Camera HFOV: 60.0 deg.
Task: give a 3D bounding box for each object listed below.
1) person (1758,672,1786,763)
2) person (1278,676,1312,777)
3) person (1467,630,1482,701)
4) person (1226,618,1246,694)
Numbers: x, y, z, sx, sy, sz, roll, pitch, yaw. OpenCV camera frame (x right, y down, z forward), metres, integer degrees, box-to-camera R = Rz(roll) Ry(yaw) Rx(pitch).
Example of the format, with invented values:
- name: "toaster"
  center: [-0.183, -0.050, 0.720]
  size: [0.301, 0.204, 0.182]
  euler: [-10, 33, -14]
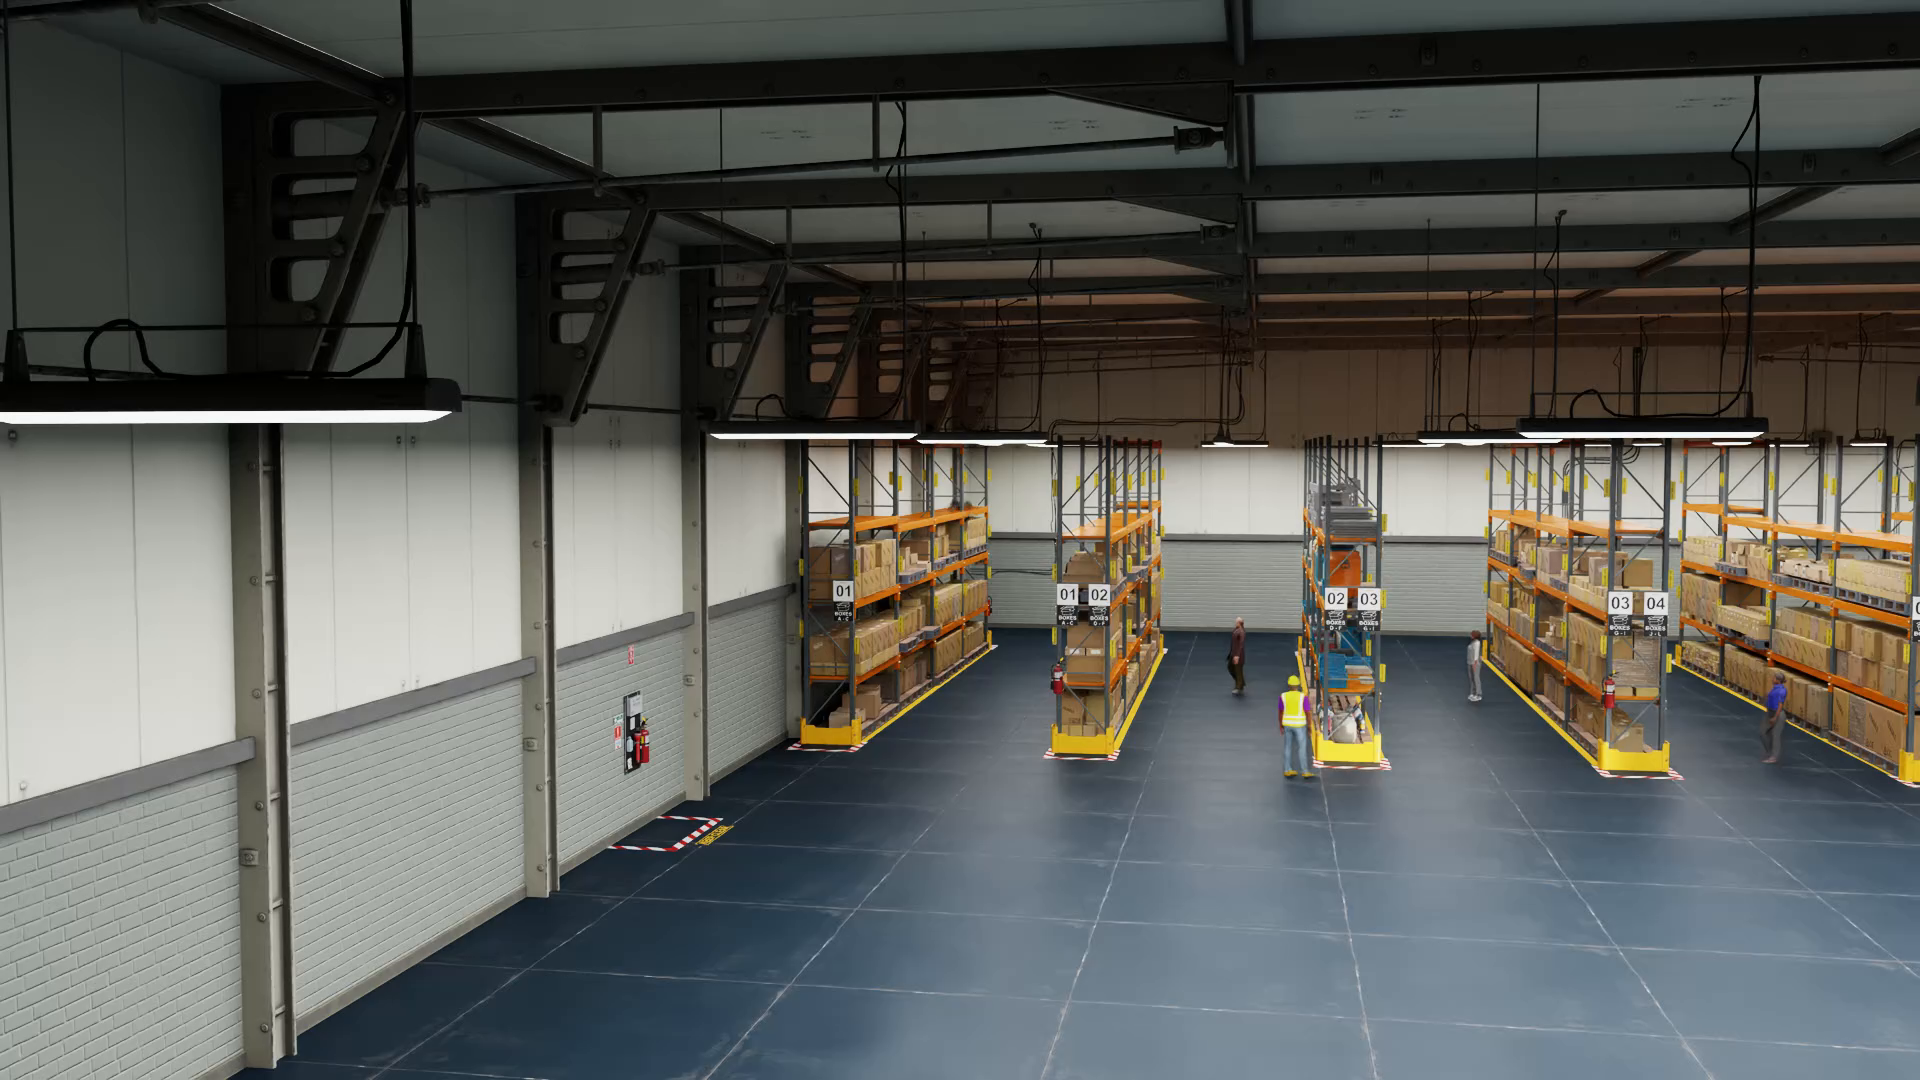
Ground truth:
- name: "person"
  center: [14.907, 3.268, 30.493]
  size: [0.436, 1.696, 0.486]
  euler: [-1, 3, -11]
- name: "person"
  center: [5.897, 3.258, 29.185]
  size: [0.569, 1.768, 0.464]
  euler: [3, 4, 41]
- name: "person"
  center: [11.788, 2.863, 38.135]
  size: [0.339, 1.610, 0.446]
  euler: [-1, 3, -13]
- name: "person"
  center: [6.554, 2.713, 39.172]
  size: [0.505, 1.788, 0.660]
  euler: [-1, 3, -11]
